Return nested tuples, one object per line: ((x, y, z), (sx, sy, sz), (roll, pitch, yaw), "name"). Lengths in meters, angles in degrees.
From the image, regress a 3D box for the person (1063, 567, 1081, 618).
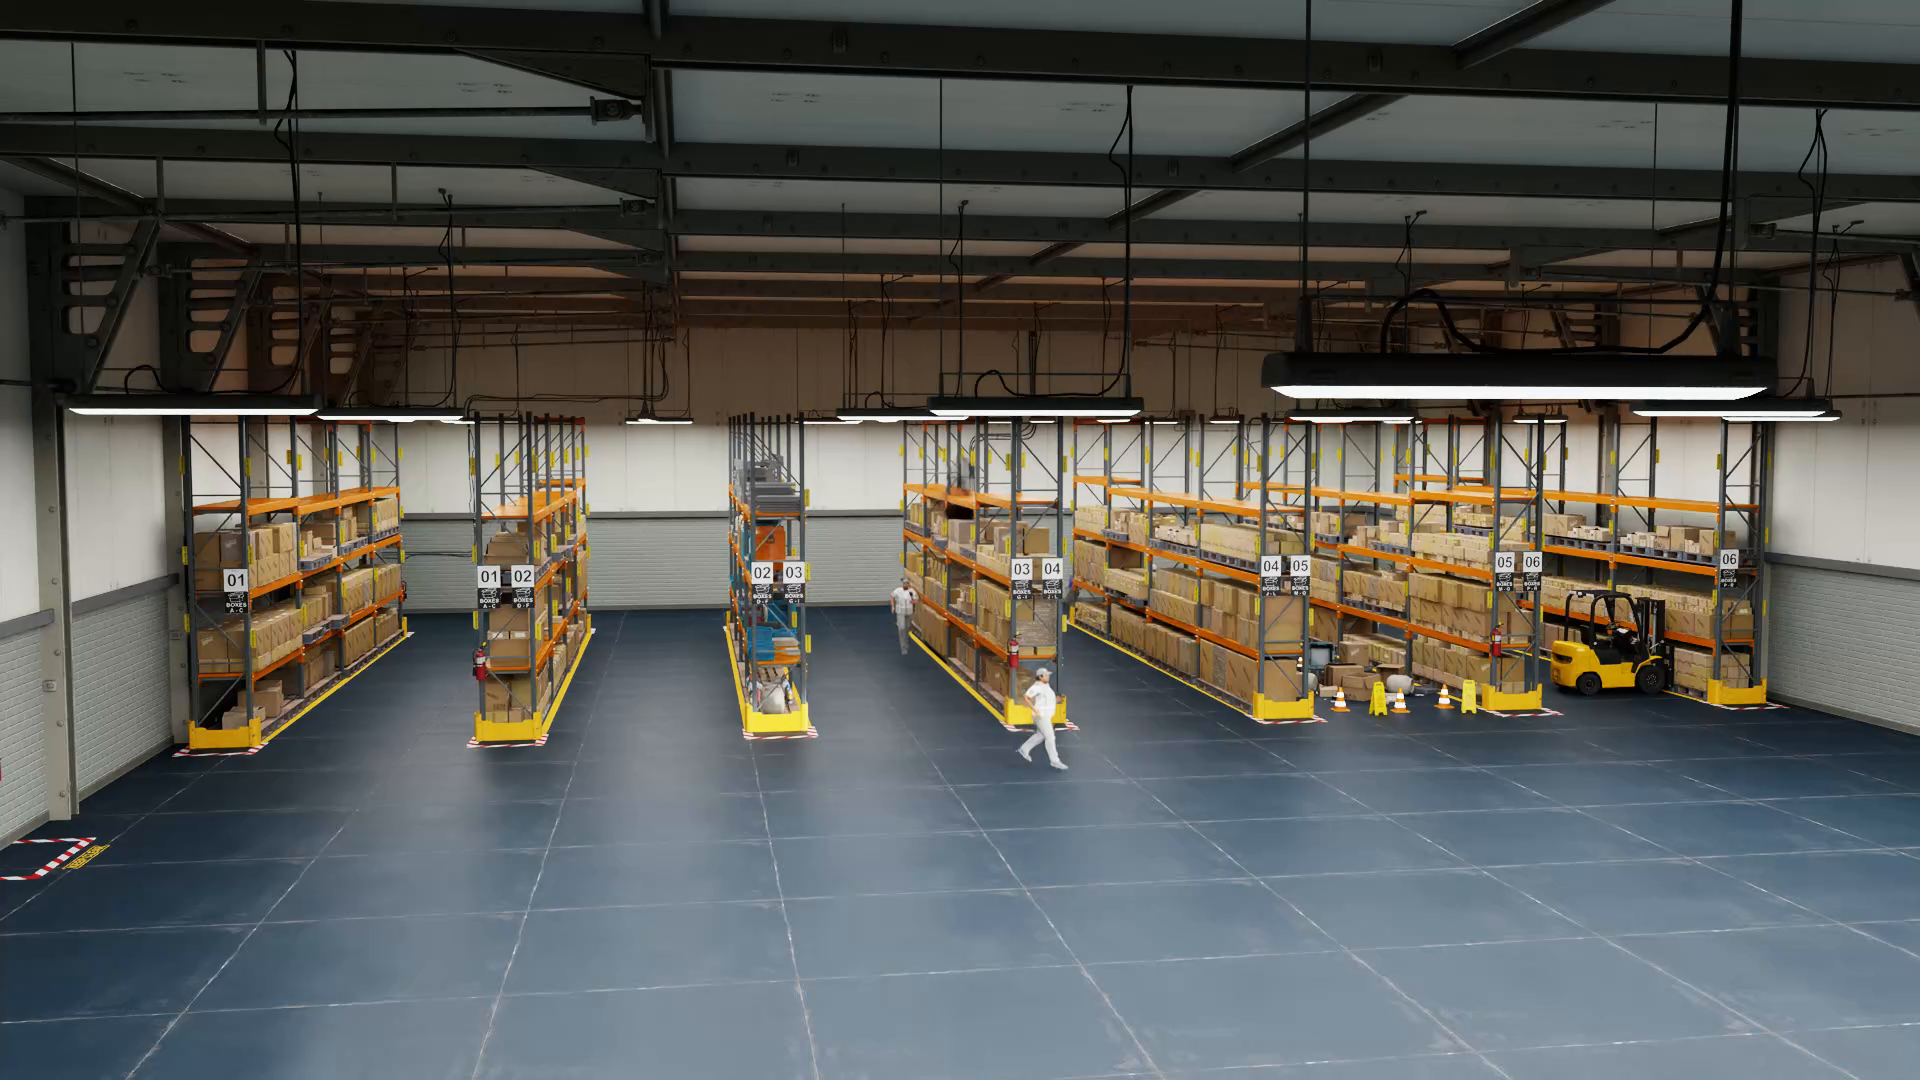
((3.347, 1.564, 49.510), (0.529, 1.602, 0.636), (-2, 4, -22), "person")

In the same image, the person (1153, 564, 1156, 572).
((5.507, 1.572, 47.576), (0.685, 1.793, 0.919), (-1, 4, -12), "person")

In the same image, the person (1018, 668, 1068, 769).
((1.394, 2.973, 27.930), (0.921, 1.662, 0.603), (2, 4, 21), "person")

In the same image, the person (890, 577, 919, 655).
((-1.321, 1.810, 40.268), (0.634, 1.862, 0.844), (-1, 4, -16), "person")
